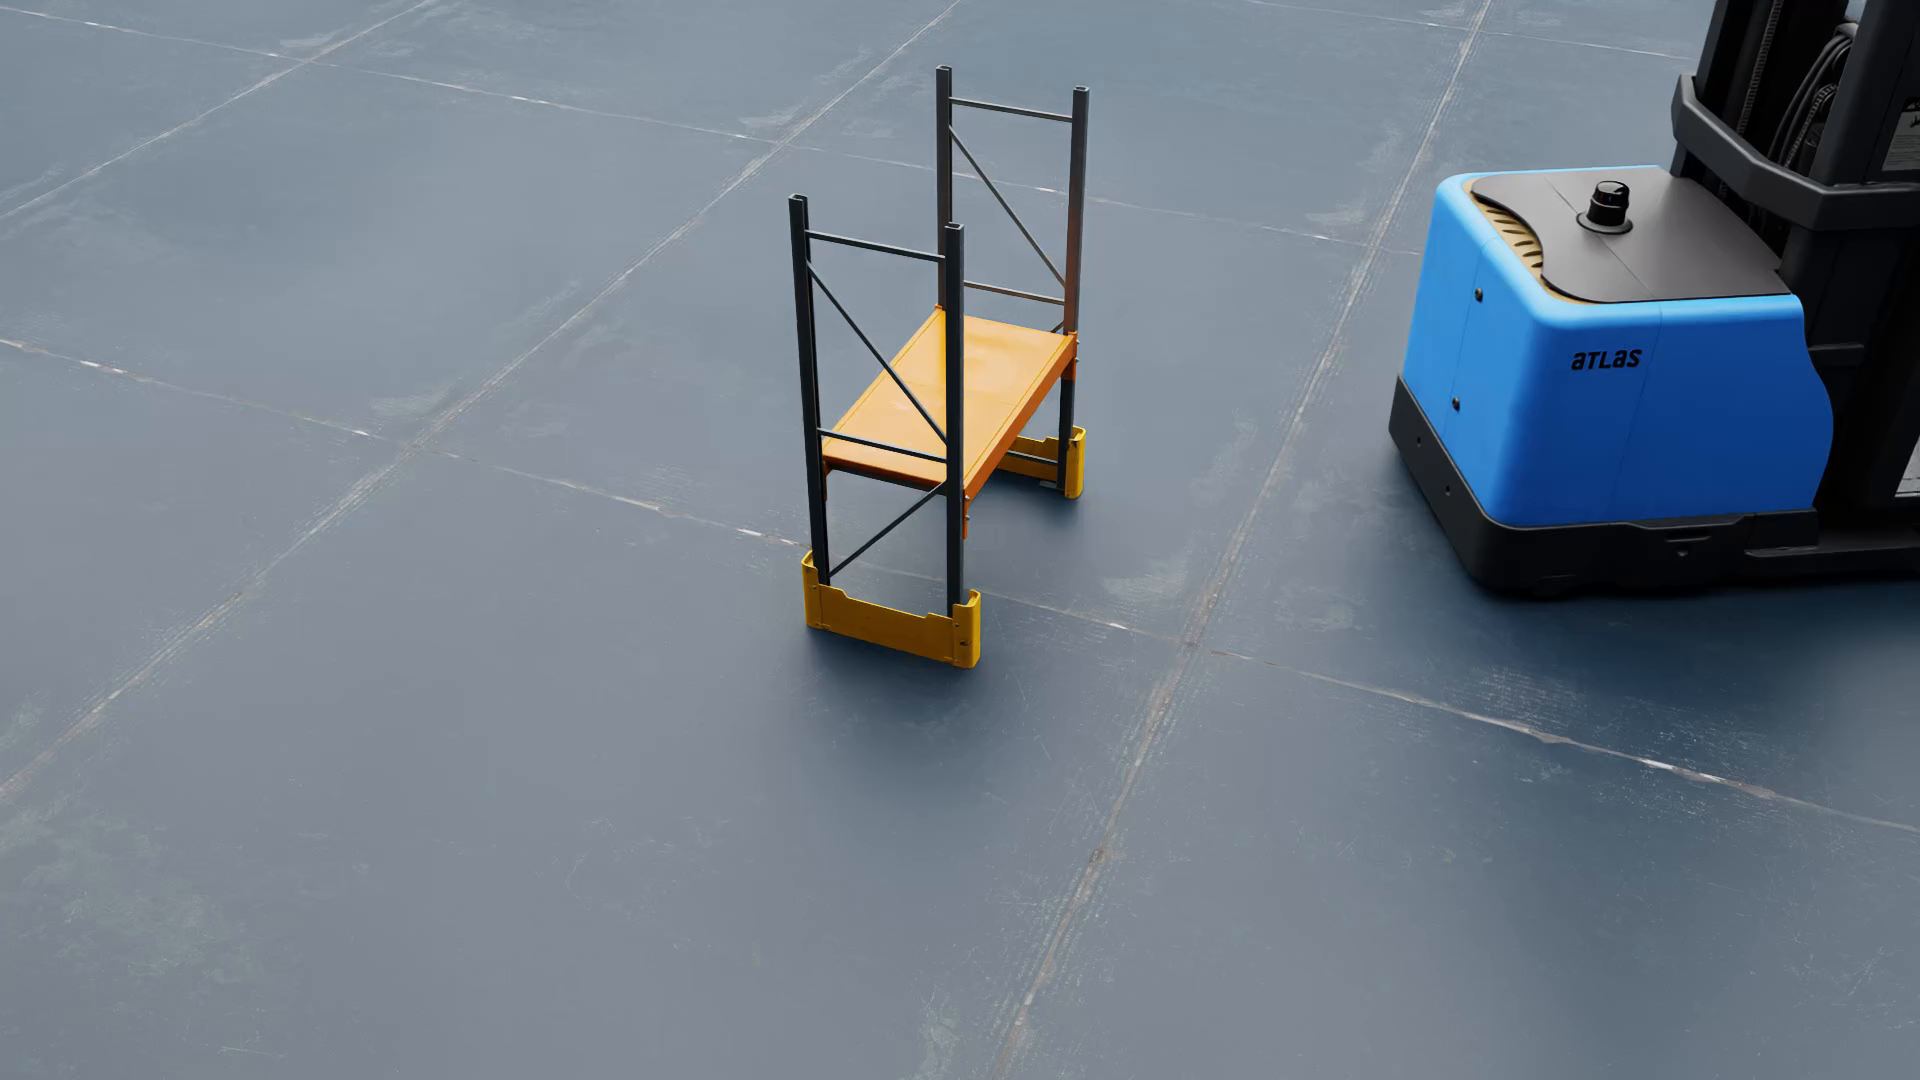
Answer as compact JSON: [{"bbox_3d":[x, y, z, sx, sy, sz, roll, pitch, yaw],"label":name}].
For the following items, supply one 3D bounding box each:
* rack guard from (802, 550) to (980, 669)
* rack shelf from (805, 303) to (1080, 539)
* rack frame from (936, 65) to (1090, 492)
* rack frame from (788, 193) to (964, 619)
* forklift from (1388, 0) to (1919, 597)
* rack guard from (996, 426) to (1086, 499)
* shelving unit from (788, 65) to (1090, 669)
[{"bbox_3d":[-0.218,0.218,5.250,0.587,0.250,0.087,14,39,18],"label":"rack guard"},{"bbox_3d":[-0.032,-0.409,5.345,0.538,0.185,1.000,14,39,18],"label":"rack shelf"},{"bbox_3d":[0.161,-0.835,5.614,0.500,1.500,0.032,14,39,18],"label":"rack frame"},{"bbox_3d":[-0.226,-0.272,4.861,0.500,1.500,0.032,14,39,18],"label":"rack frame"},{"bbox_3d":[3.140,-1.359,5.119,3.031,2.935,1.130,-4,37,-5],"label":"forklift"},{"bbox_3d":[0.160,-0.334,5.988,0.587,0.250,0.087,14,39,18],"label":"rack guard"},{"bbox_3d":[-0.029,-0.559,5.245,0.587,1.500,1.083,14,39,18],"label":"shelving unit"}]
